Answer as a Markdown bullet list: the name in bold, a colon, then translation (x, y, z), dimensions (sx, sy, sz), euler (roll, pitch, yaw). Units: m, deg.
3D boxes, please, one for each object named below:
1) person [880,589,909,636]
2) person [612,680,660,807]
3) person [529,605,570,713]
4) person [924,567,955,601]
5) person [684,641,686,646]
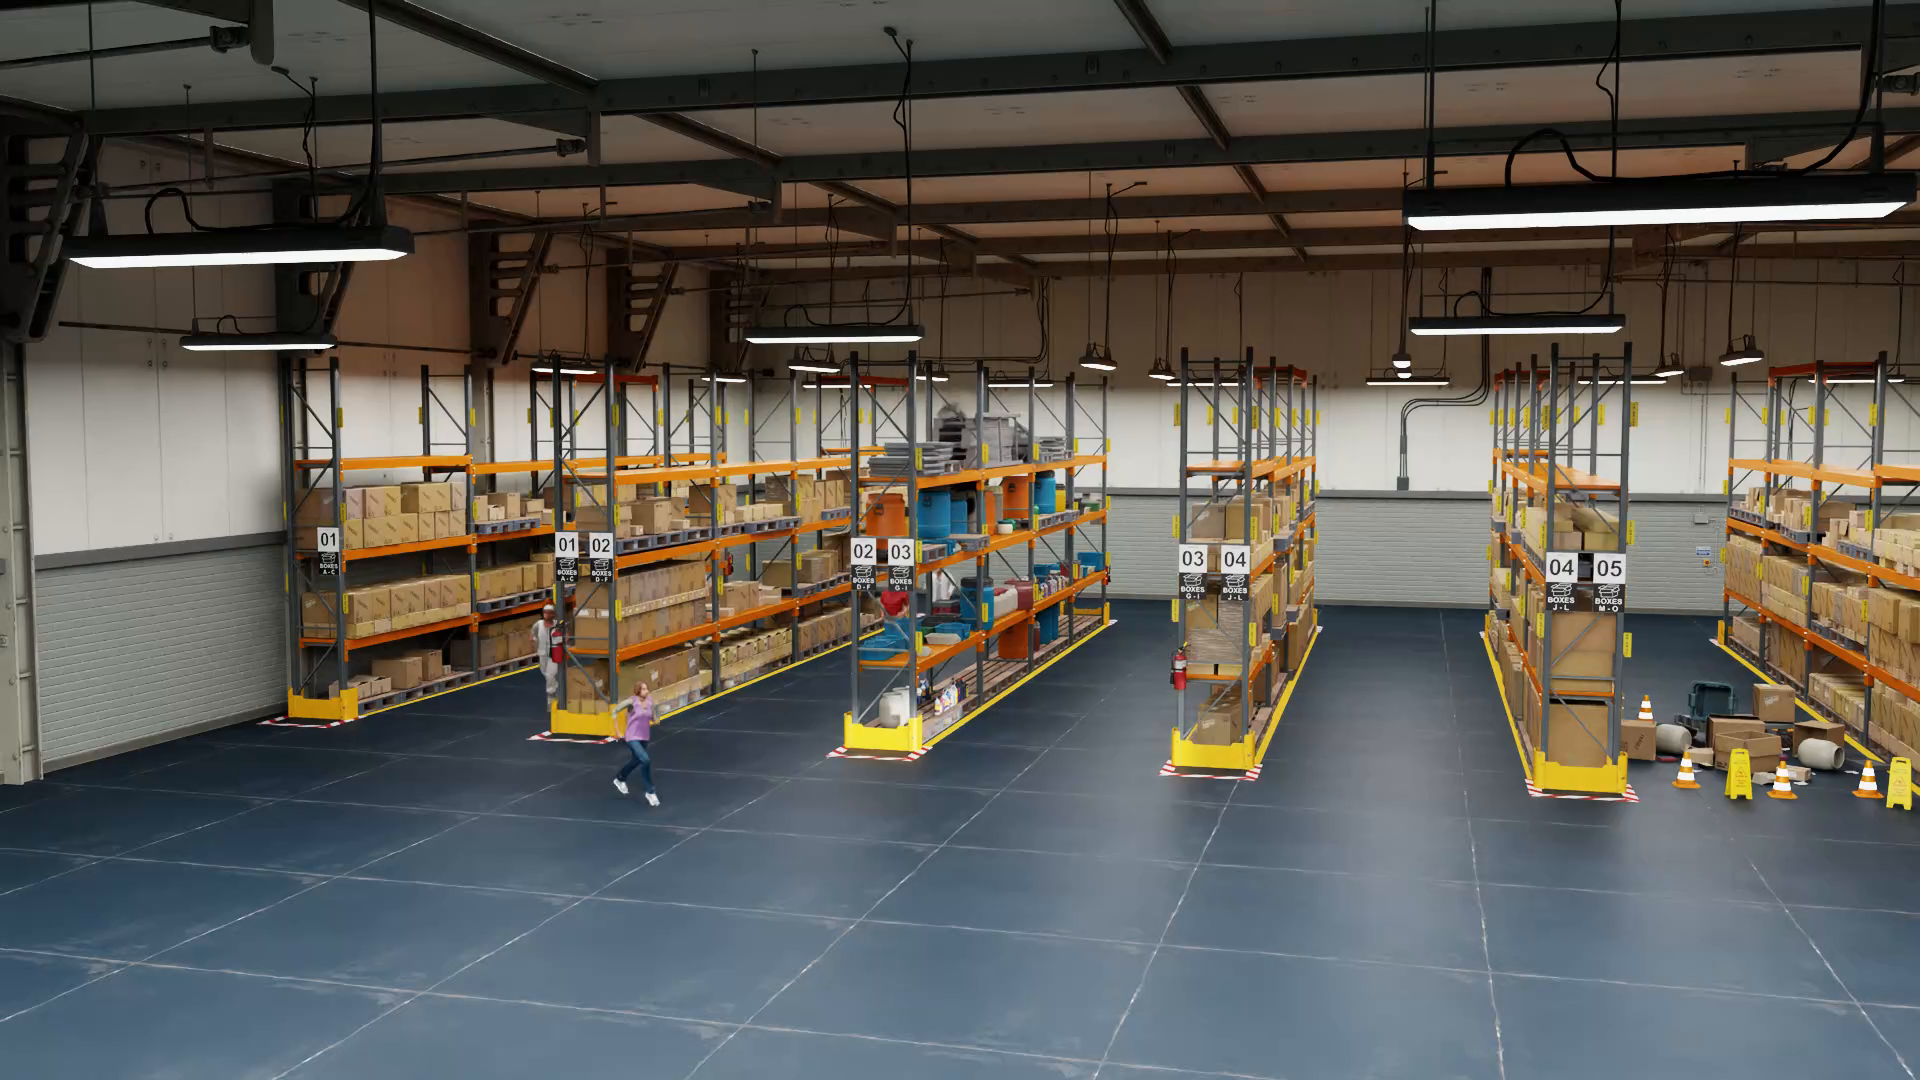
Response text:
- **person**: translation (-1.243, 1.563, 31.447), dimensions (0.653, 1.710, 0.593), euler (1, 4, 16)
- **person**: translation (-4.223, 2.619, 21.654), dimensions (0.863, 1.622, 0.557), euler (3, 5, 40)
- **person**: translation (-7.074, 2.022, 28.574), dimensions (0.616, 1.851, 0.791), euler (0, 4, 5)
- **person**: translation (-0.465, 1.388, 37.380), dimensions (0.712, 1.764, 0.918), euler (0, 4, 5)
- **person**: translation (-6.085, 1.526, 36.162), dimensions (0.570, 1.661, 0.553), euler (0, 4, 4)
